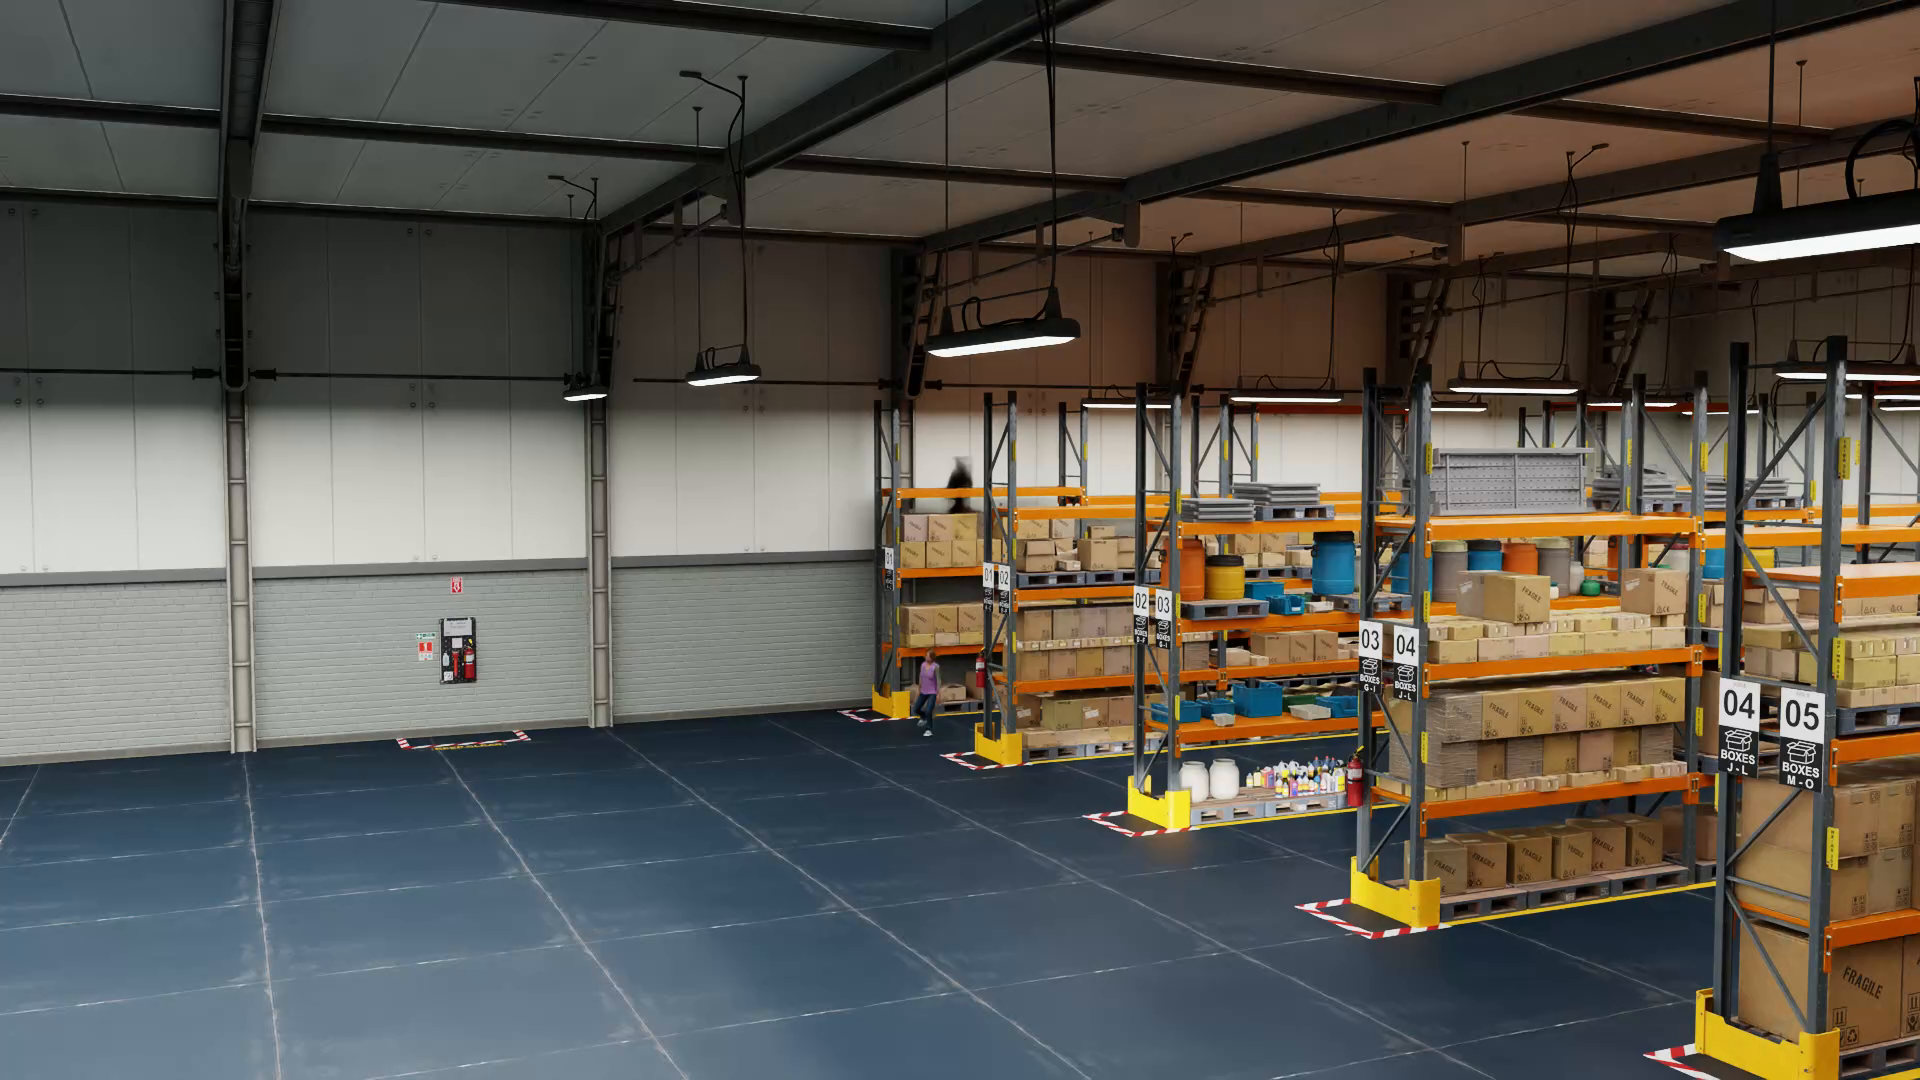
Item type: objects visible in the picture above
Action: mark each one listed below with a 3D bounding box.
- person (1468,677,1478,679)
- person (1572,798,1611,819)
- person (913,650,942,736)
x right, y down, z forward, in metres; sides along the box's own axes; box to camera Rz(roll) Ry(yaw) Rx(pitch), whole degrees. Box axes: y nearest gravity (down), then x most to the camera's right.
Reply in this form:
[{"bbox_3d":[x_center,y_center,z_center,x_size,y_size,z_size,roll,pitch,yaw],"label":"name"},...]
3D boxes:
[{"bbox_3d":[8.415,2.659,27.123,0.961,1.762,0.723,0,3,3],"label":"person"},{"bbox_3d":[8.588,3.081,22.578,0.980,1.616,0.613,-3,4,-41],"label":"person"},{"bbox_3d":[-0.562,2.677,29.333,0.671,1.535,0.502,2,4,32],"label":"person"}]
